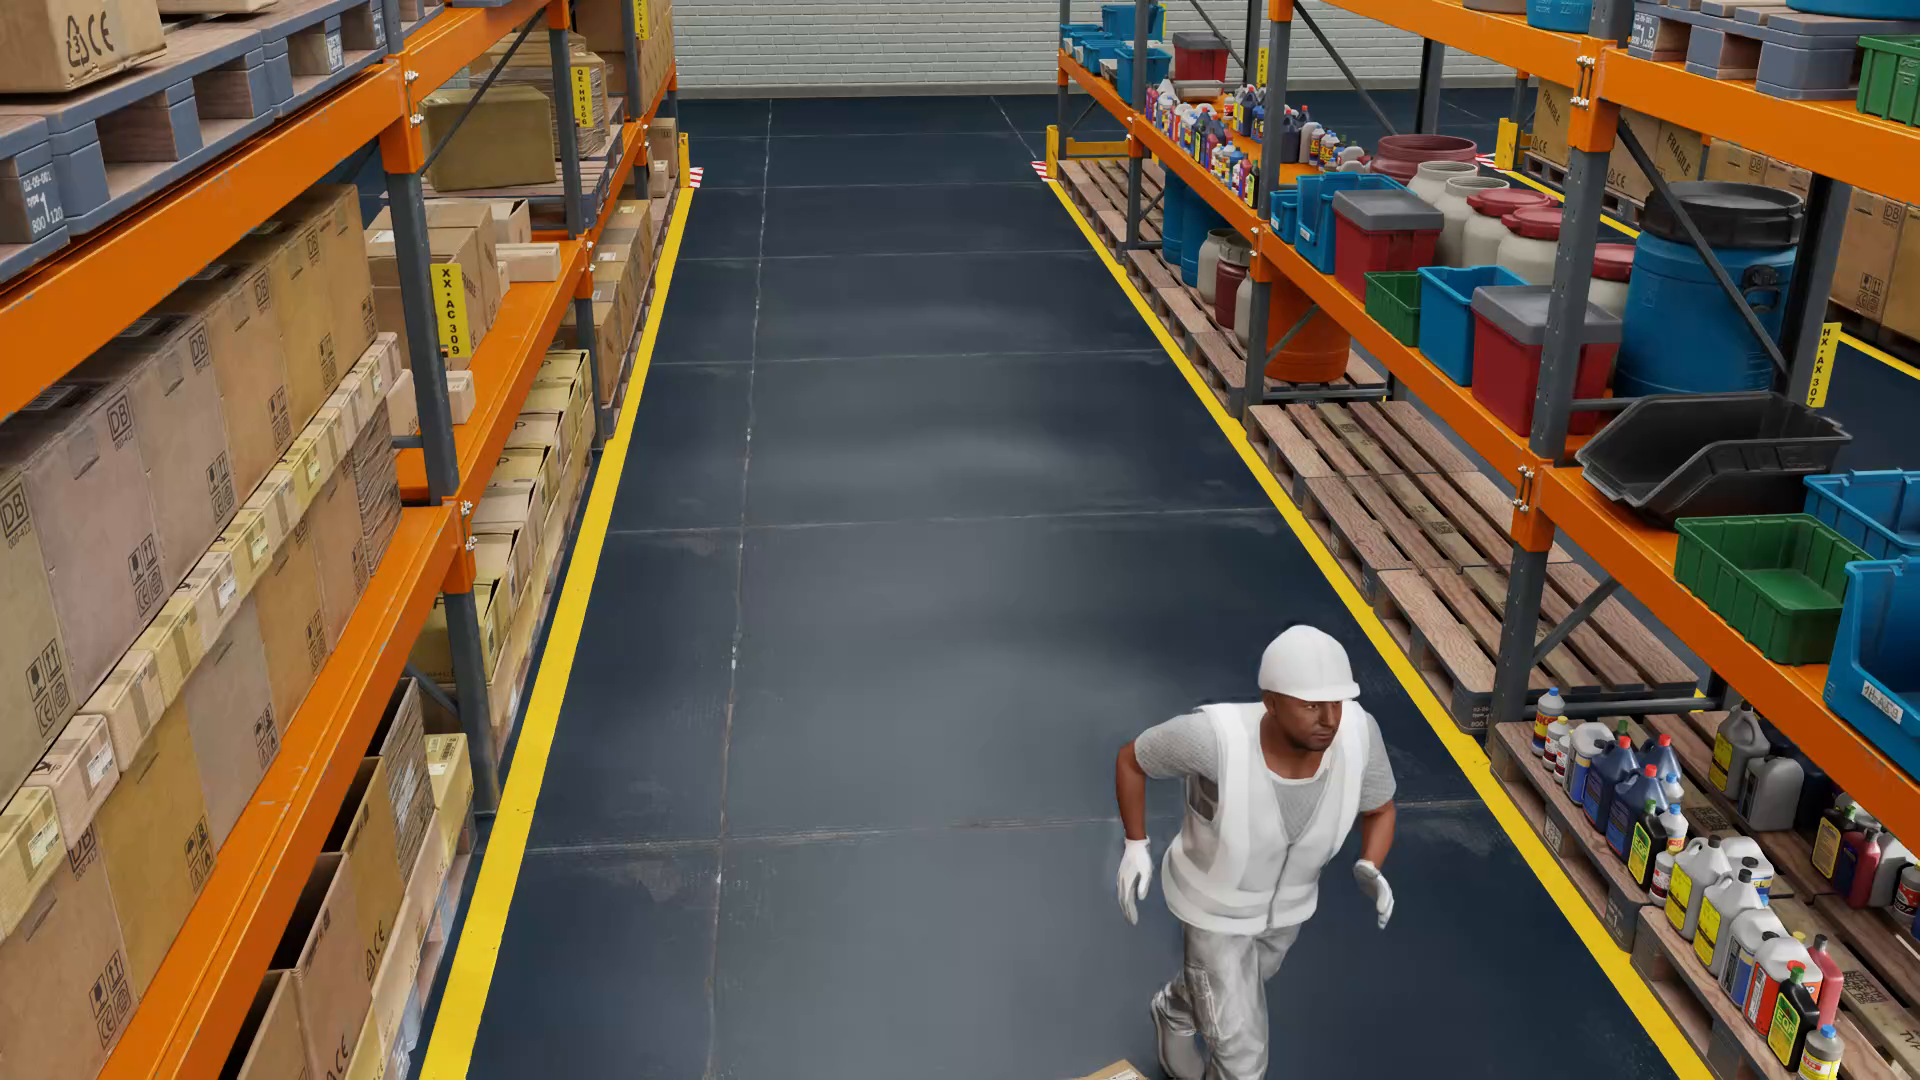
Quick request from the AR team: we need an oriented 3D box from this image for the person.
[{"bbox_3d":[0.737,0.947,4.409,0.711,1.757,0.988,-9,25,-19],"label":"person"}]
